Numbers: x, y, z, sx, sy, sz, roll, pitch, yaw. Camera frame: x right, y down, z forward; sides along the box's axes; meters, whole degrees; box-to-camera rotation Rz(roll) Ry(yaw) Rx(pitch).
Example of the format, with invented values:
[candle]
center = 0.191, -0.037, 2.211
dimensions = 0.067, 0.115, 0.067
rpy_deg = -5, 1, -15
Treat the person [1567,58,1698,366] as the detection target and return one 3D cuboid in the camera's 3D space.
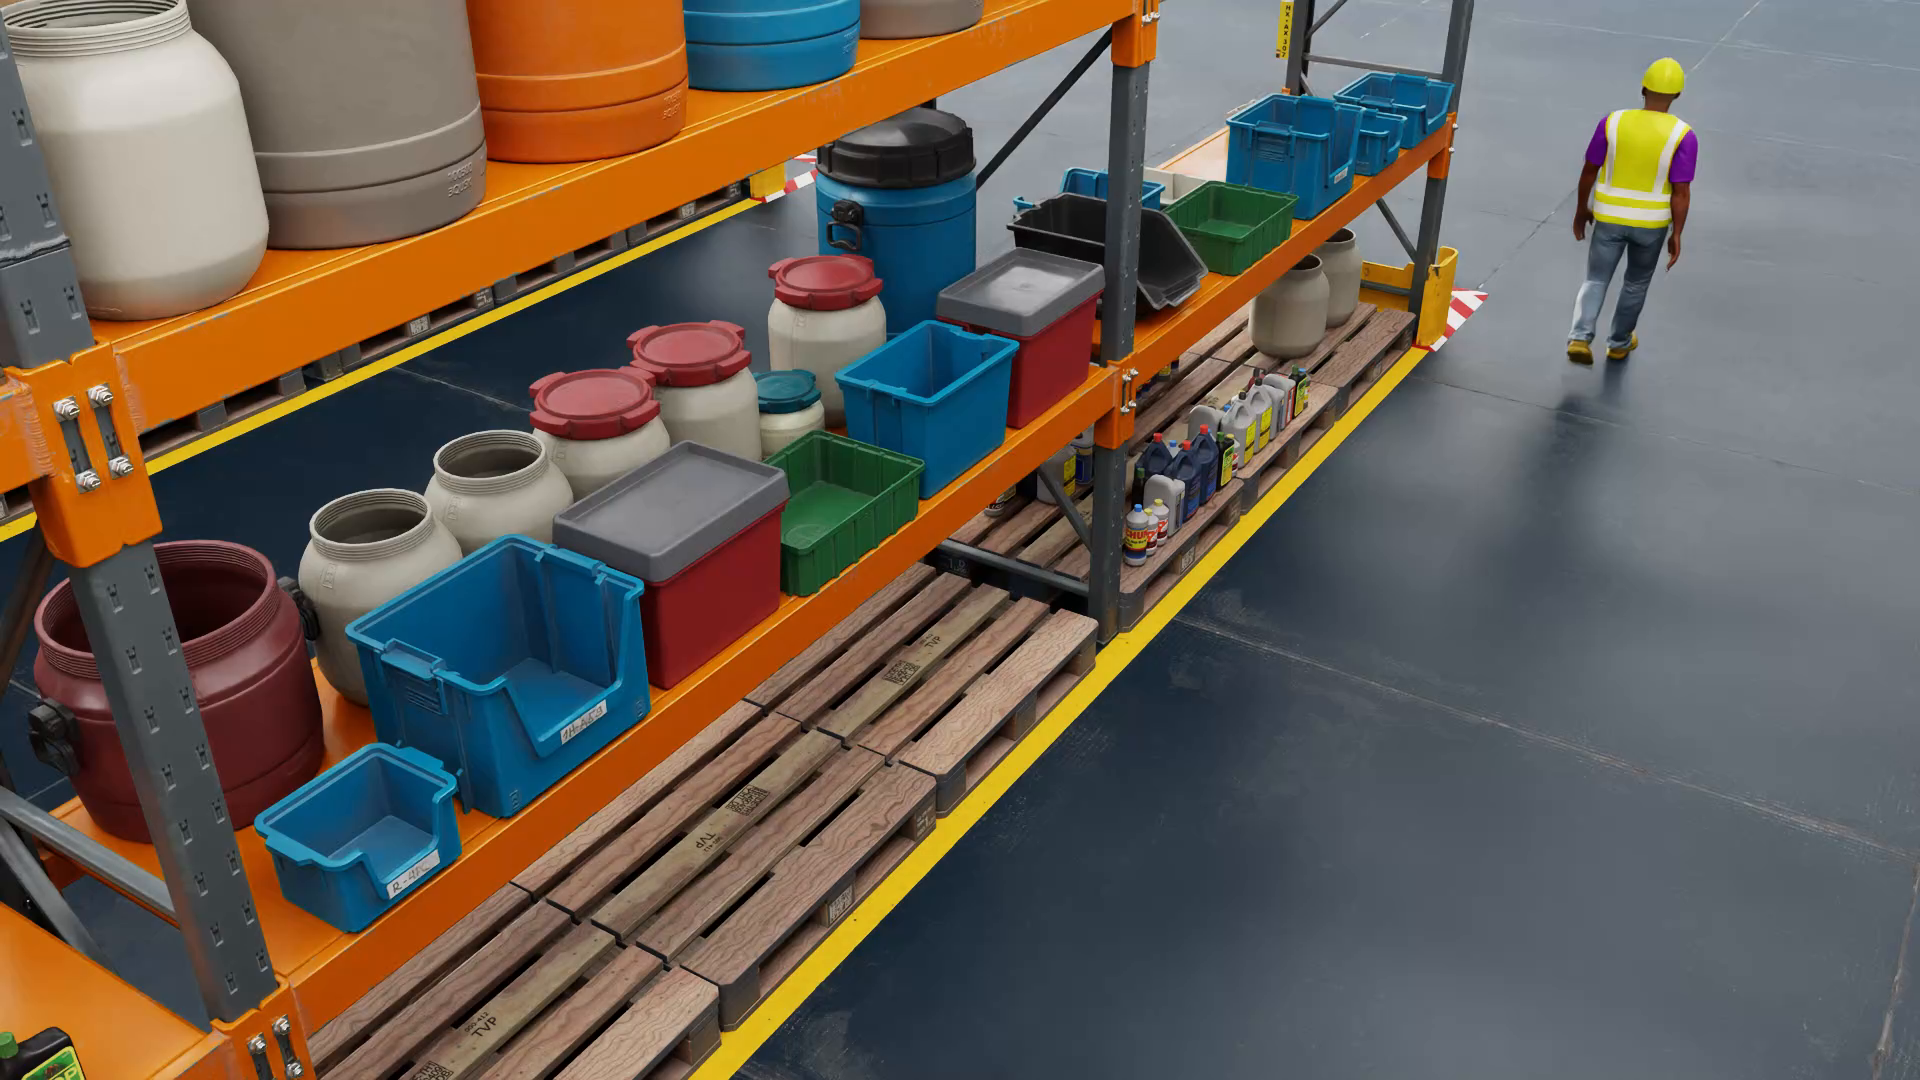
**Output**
[person]
center = 3.667, -1.755, 9.112
dimensions = 0.603, 1.744, 0.881
rpy_deg = 17, 34, 27
